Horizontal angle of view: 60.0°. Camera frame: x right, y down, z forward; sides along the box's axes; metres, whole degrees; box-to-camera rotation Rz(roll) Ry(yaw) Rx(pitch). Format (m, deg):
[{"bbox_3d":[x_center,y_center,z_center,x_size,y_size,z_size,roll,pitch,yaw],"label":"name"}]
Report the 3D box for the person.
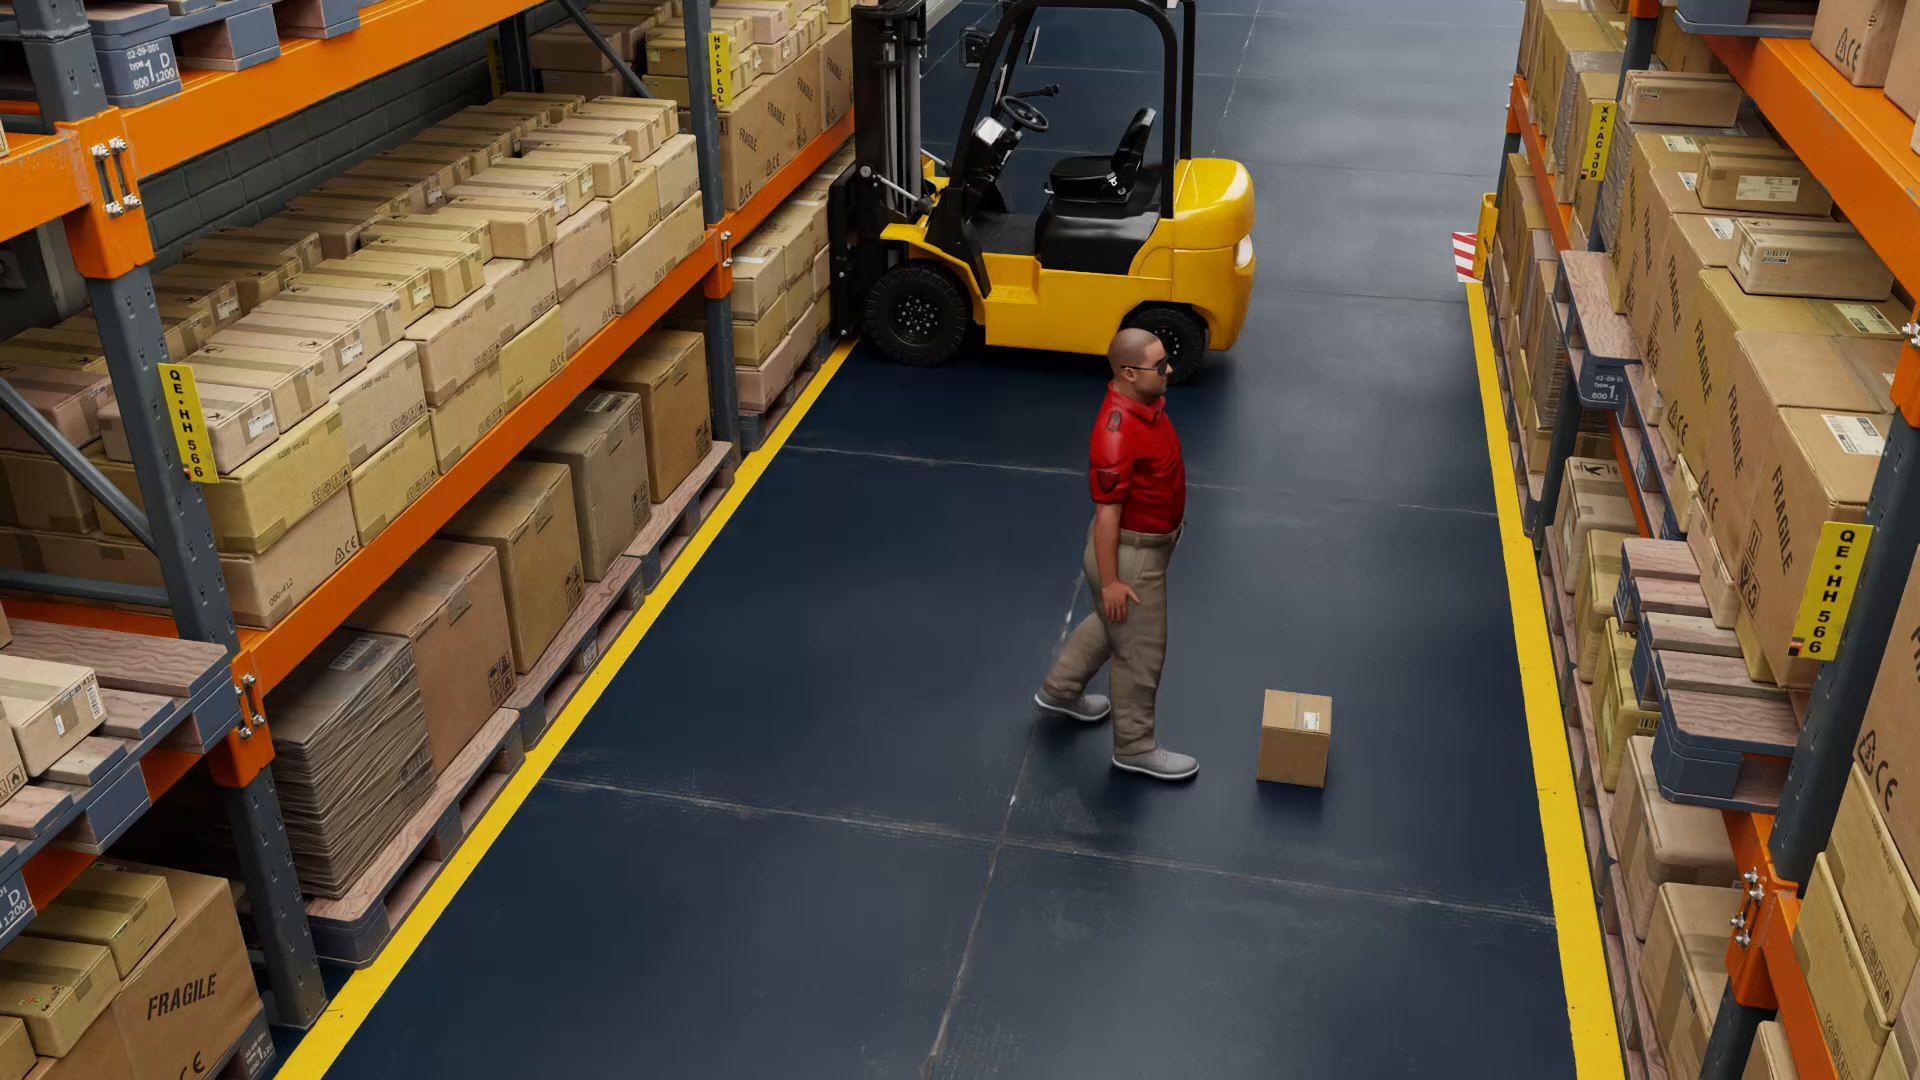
[{"bbox_3d":[0.598,0.039,6.053,0.661,1.725,0.555,4,29,8],"label":"person"}]
